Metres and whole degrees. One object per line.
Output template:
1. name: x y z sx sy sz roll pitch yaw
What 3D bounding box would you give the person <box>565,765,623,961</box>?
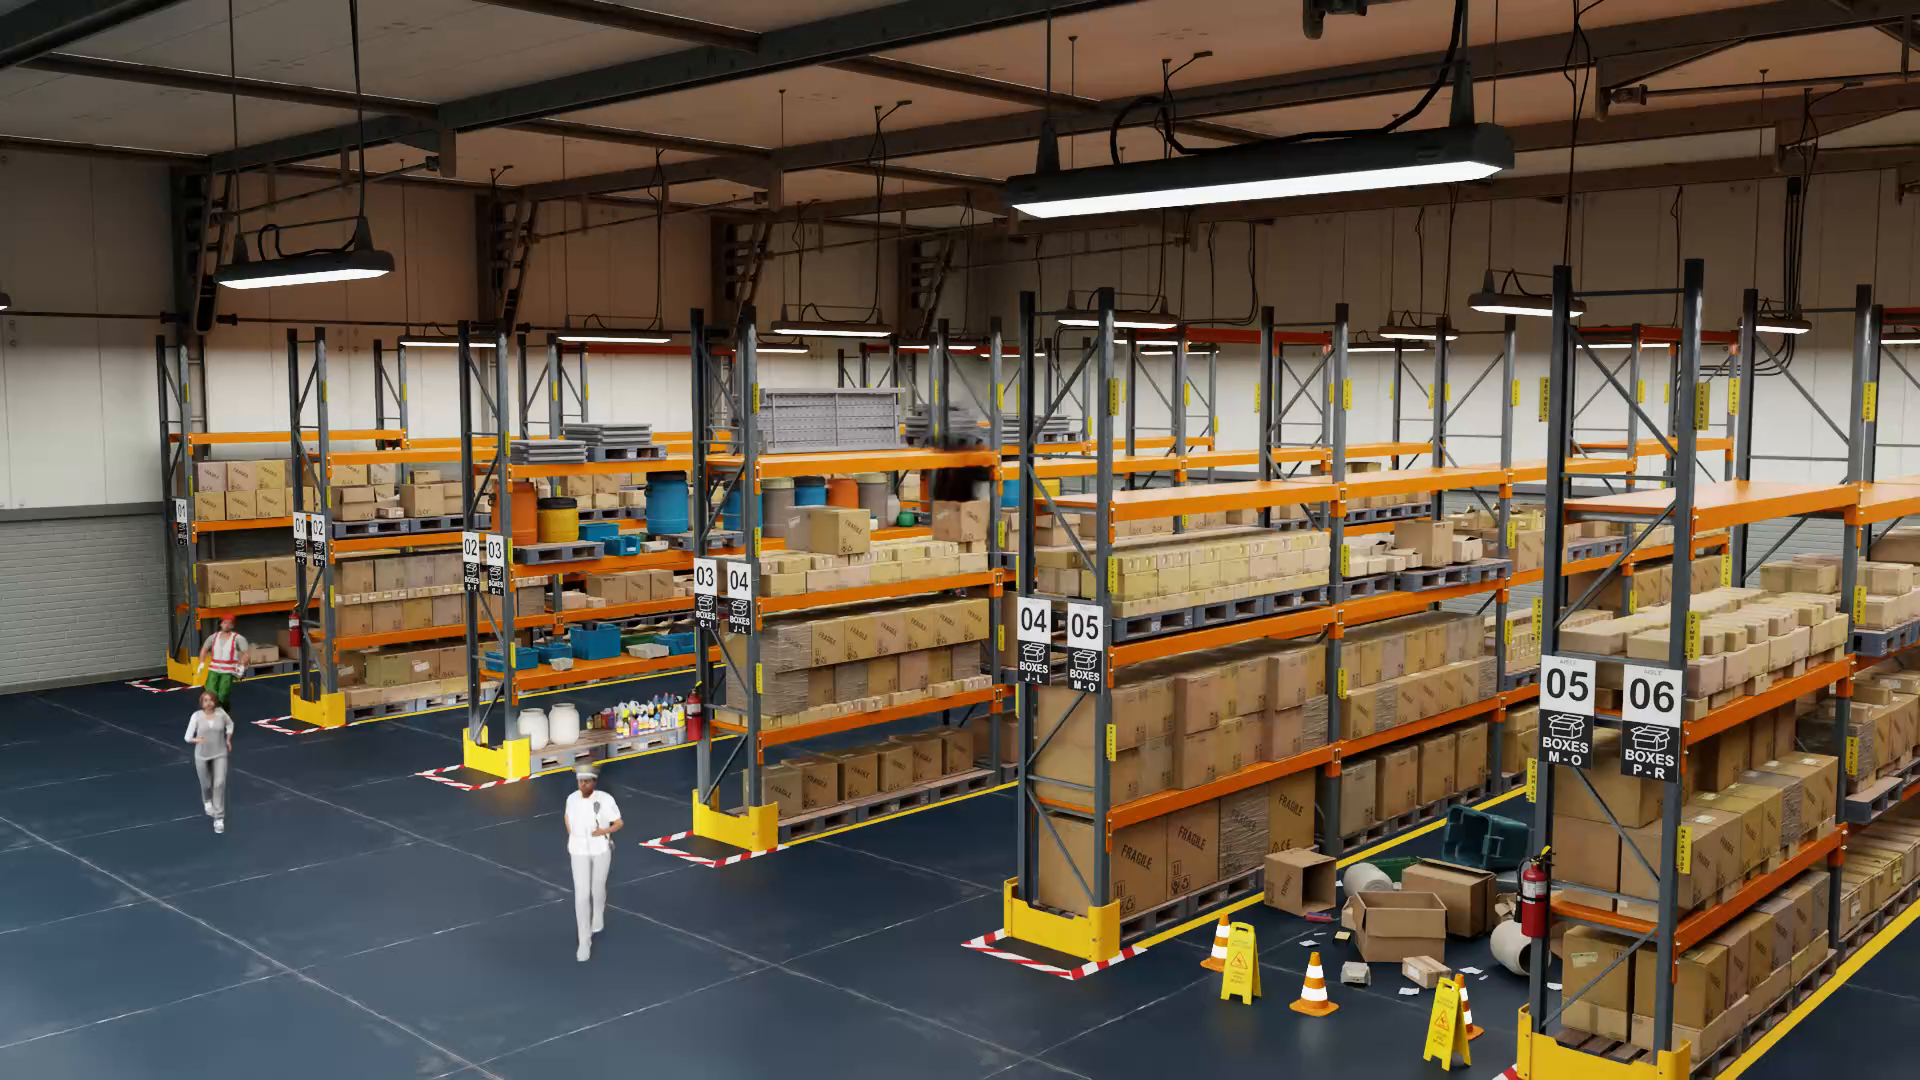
1. person: -3.368 2.892 15.284 0.561 1.726 0.866 -1 5 -5

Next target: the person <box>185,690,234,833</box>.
1. person: -8.710 2.535 19.333 0.533 1.596 0.877 -3 6 -27

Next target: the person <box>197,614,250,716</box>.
1. person: -11.011 1.980 24.844 0.717 1.732 0.542 0 5 -4
